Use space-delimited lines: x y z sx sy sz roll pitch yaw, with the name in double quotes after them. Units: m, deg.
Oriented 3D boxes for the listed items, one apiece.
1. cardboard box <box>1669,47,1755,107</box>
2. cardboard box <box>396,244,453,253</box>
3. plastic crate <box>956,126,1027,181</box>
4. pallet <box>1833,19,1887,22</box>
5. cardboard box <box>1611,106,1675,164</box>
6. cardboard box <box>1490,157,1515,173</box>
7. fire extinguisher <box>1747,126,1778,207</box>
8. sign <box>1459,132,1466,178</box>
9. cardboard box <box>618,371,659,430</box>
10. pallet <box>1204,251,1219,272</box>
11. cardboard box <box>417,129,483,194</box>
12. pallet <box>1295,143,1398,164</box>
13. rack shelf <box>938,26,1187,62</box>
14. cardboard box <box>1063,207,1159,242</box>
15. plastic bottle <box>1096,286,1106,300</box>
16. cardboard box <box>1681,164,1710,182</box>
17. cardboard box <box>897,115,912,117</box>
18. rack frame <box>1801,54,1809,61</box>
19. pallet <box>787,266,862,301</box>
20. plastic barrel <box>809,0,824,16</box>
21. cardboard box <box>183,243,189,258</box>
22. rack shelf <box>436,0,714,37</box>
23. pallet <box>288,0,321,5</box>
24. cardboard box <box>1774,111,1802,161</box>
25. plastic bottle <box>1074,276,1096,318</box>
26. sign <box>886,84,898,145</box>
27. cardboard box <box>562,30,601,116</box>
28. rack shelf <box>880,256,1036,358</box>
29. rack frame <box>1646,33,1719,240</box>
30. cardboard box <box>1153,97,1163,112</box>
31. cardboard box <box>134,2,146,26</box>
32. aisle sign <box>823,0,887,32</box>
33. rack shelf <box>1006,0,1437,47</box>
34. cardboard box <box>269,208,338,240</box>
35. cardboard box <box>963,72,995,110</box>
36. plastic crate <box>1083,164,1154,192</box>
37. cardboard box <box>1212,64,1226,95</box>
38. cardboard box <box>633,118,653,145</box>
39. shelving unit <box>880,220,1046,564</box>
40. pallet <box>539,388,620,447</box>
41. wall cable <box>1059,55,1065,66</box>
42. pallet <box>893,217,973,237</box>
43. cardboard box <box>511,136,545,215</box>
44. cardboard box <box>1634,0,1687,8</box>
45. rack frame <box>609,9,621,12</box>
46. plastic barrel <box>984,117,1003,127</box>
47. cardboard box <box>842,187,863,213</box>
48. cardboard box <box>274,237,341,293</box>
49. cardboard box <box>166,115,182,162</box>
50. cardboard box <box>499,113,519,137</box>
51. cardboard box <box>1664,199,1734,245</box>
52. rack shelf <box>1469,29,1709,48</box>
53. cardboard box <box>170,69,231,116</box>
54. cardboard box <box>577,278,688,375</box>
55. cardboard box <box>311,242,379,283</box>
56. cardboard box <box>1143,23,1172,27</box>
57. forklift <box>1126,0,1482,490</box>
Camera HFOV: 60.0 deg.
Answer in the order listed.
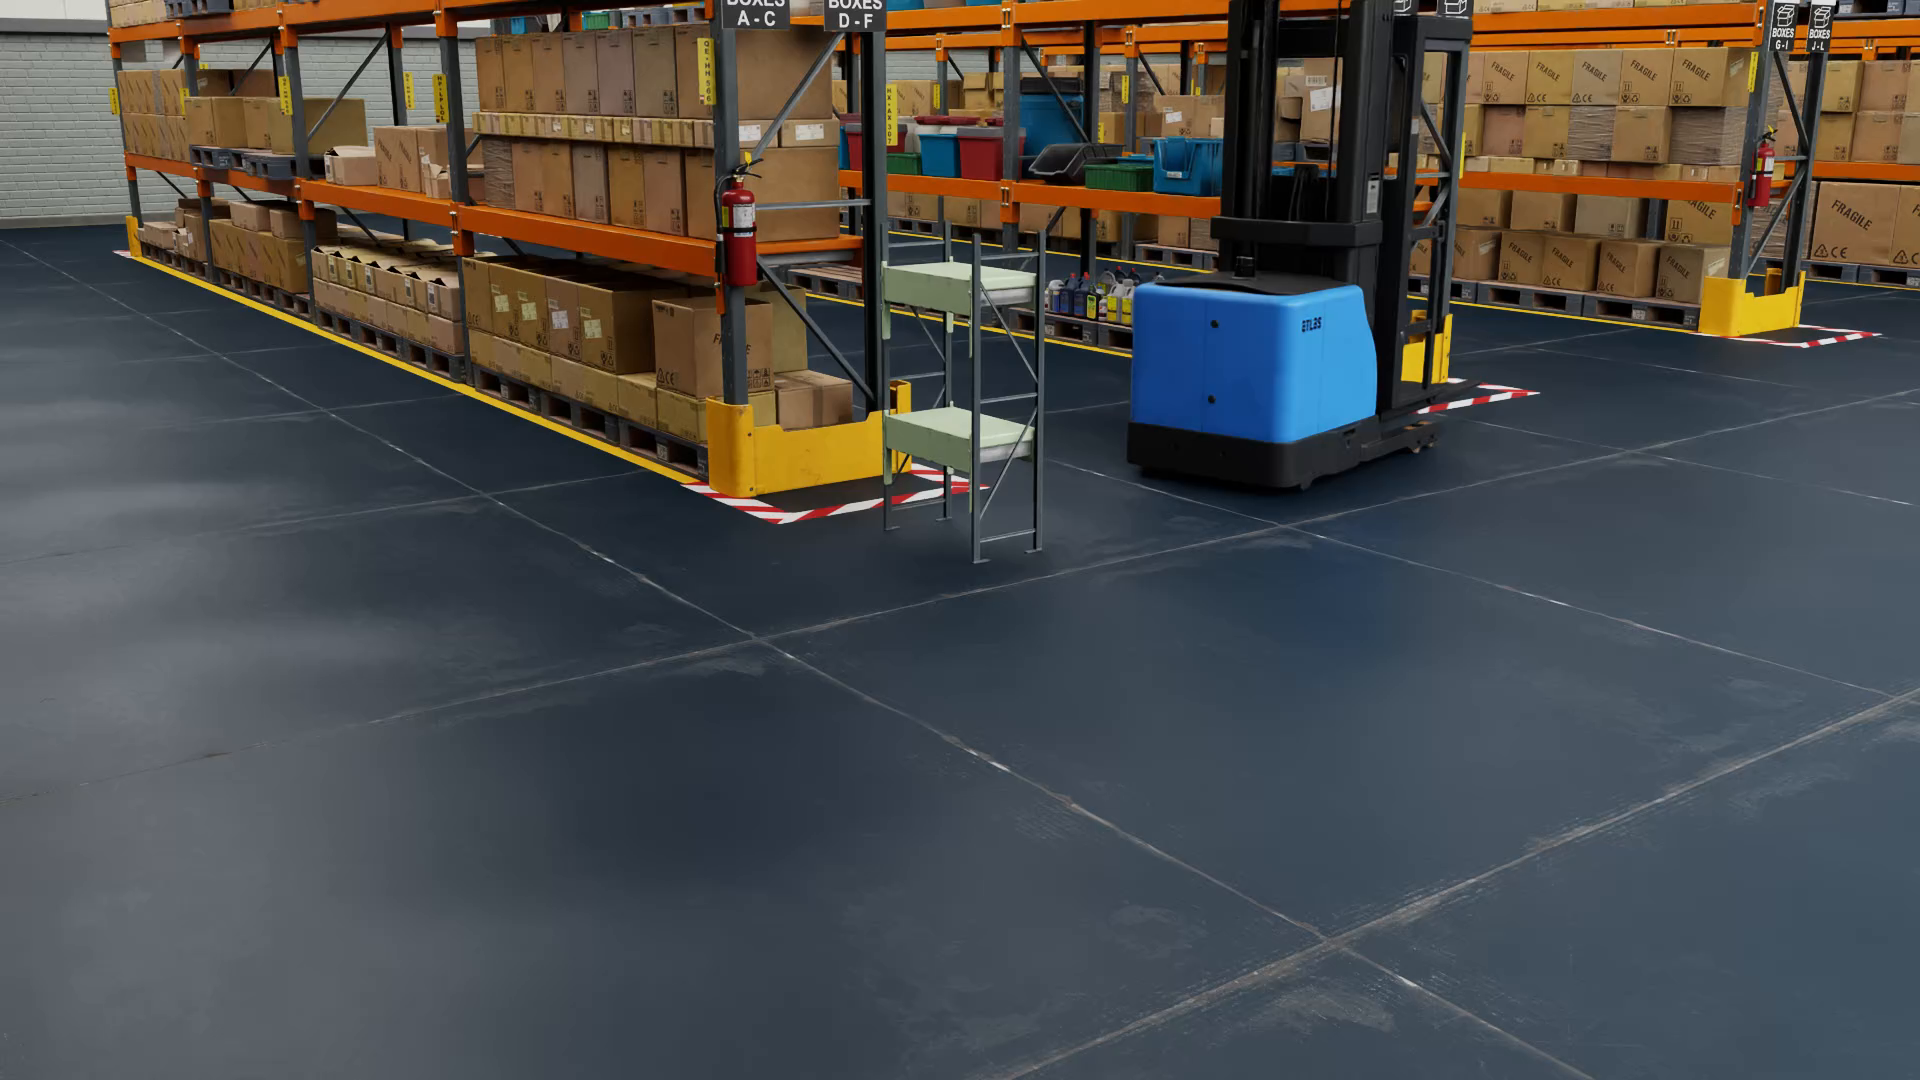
6.652 -4.087 14.681 0.500 0.500 0.500 -11 19 -35 "cardboard box"
-4.726 -2.469 14.766 0.500 0.311 0.500 -11 19 -35 "cardboard box"
0.284 -3.506 15.084 0.402 0.464 0.583 -11 19 -35 "plastic crate"
12.562 -7.231 23.488 1.213 0.211 1.003 -11 19 -35 "pallet"
6.483 -3.736 15.291 0.875 0.500 0.500 -11 19 -35 "cardboard box"
5.461 -3.712 16.431 0.380 0.149 0.250 -11 19 -35 "cardboard box"
6.869 -3.201 14.236 0.296 0.674 0.183 -11 19 -35 "fire extinguisher"
3.616 -2.783 12.040 0.100 0.325 0.005 -11 19 -35 "sign"
-1.698 -0.847 9.903 0.500 0.250 0.500 -11 19 -35 "cardboard box"
3.643 -3.270 19.624 1.003 0.211 1.213 -11 19 -35 "pallet"
-3.940 -2.979 13.088 0.500 0.500 0.500 -9 18 -31 "cardboard box"
4.491 -4.282 18.401 1.003 0.211 1.213 -11 19 -35 "pallet"
1.295 -6.569 22.077 1.077 0.370 4.000 -11 19 -35 "rack shelf"
2.082 -4.371 21.593 1.225 0.875 0.875 -12 19 -37 "cardboard box"
1.183 -2.013 14.084 0.097 0.271 0.097 0 15 0 "plastic bottle"
6.694 -3.295 14.910 0.380 0.149 0.250 -11 19 -35 "cardboard box"
-0.659 -6.132 24.517 0.500 0.250 0.500 -10 18 -33 "cardboard box"
14.500 -7.352 29.256 1.000 3.000 0.127 -11 19 -35 "rack frame"
-1.111 -2.757 17.751 1.003 0.211 1.213 -11 19 -35 "pallet"
-1.228 -5.753 16.783 0.600 0.901 0.600 0 15 0 "plastic barrel"
-8.729 -3.345 19.184 0.380 0.149 0.250 -11 19 -35 "cardboard box"
-2.016 -3.324 10.221 1.077 0.370 4.000 -11 19 -35 "rack shelf"
-5.073 -4.730 14.353 1.213 0.211 1.003 -10 18 -32 "pallet"
9.685 -4.685 19.226 0.875 0.550 0.550 -11 19 -35 "cardboard box"
1.067 -2.077 14.168 0.144 0.351 0.185 -12 19 -37 "plastic bottle"
-0.388 -2.338 9.147 0.100 0.325 0.005 -11 19 -35 "sign"
-2.041 -2.910 10.380 0.700 0.500 0.500 -11 19 -34 "cardboard box"
0.004 -1.098 7.770 0.431 0.370 0.720 -11 19 -35 "rack shelf"
8.894 -4.937 20.431 1.000 3.000 0.127 -11 19 -35 "rack frame"
3.373 -7.007 27.243 0.500 0.500 0.500 -11 19 -36 "cardboard box"
-9.273 -6.118 19.350 0.500 0.250 0.500 -11 19 -35 "cardboard box"
-0.554 -3.085 8.741 0.394 0.787 0.004 -11 19 -35 "aisle sign"
1.993 -4.092 13.027 1.077 0.370 4.000 -11 19 -35 "rack shelf"
-6.320 -3.049 16.014 0.500 0.250 0.500 -10 18 -32 "cardboard box"
0.501 -6.294 23.299 0.797 0.503 0.637 -11 19 -36 "cardboard box"
1.386 -2.984 13.697 0.450 0.188 0.662 -11 19 -35 "plastic crate"
4.122 -7.453 26.978 0.500 0.500 0.500 -10 18 -33 "cardboard box"
-1.671 -2.375 9.653 0.380 0.149 0.250 -11 19 -34 "cardboard box"
0.004 -0.722 7.873 0.431 1.500 0.755 -11 19 -35 "shelving unit"
-2.037 -0.870 10.853 1.003 0.211 1.213 -11 19 -35 "pallet"
2.449 -9.995 36.927 0.585 1.953 0.123 -11 19 -35 "wall cable"
-0.265 -4.726 24.944 1.003 0.211 1.213 -11 19 -35 "pallet"
-2.611 -2.494 11.318 0.700 0.500 0.500 -11 19 -35 "cardboard box"
6.390 -4.878 14.820 0.500 0.250 0.500 -11 19 -34 "cardboard box"
-3.887 -8.022 20.338 1.000 3.000 0.127 -11 19 -35 "rack frame"
0.432 -3.724 15.741 0.433 0.535 0.433 0 15 0 "plastic barrel"
-1.257 -5.610 26.121 0.875 0.875 0.875 -11 19 -35 "cardboard box"
-6.284 -2.676 16.071 0.500 0.500 0.500 -10 18 -32 "cardboard box"
-8.702 -4.585 18.956 0.500 0.500 0.500 -10 18 -33 "cardboard box"
-2.890 -2.817 11.268 0.380 0.149 0.250 -11 19 -36 "cardboard box"
9.208 -3.969 20.126 0.875 0.875 0.875 -11 19 -34 "cardboard box"
7.719 -6.464 21.691 1.077 0.370 4.000 -11 19 -35 "rack shelf"
-8.403 -4.958 18.426 0.500 0.500 0.500 -11 19 -34 "cardboard box"
-1.996 -1.315 10.191 0.500 0.500 0.500 -11 19 -35 "cardboard box"
-5.474 -2.495 14.861 0.500 0.311 0.500 -10 18 -33 "cardboard box"
2.542 -6.277 19.931 0.500 0.250 0.500 -10 18 -34 "cardboard box"
2.268 -2.006 9.852 1.130 2.935 3.031 12 20 38 "forklift"
